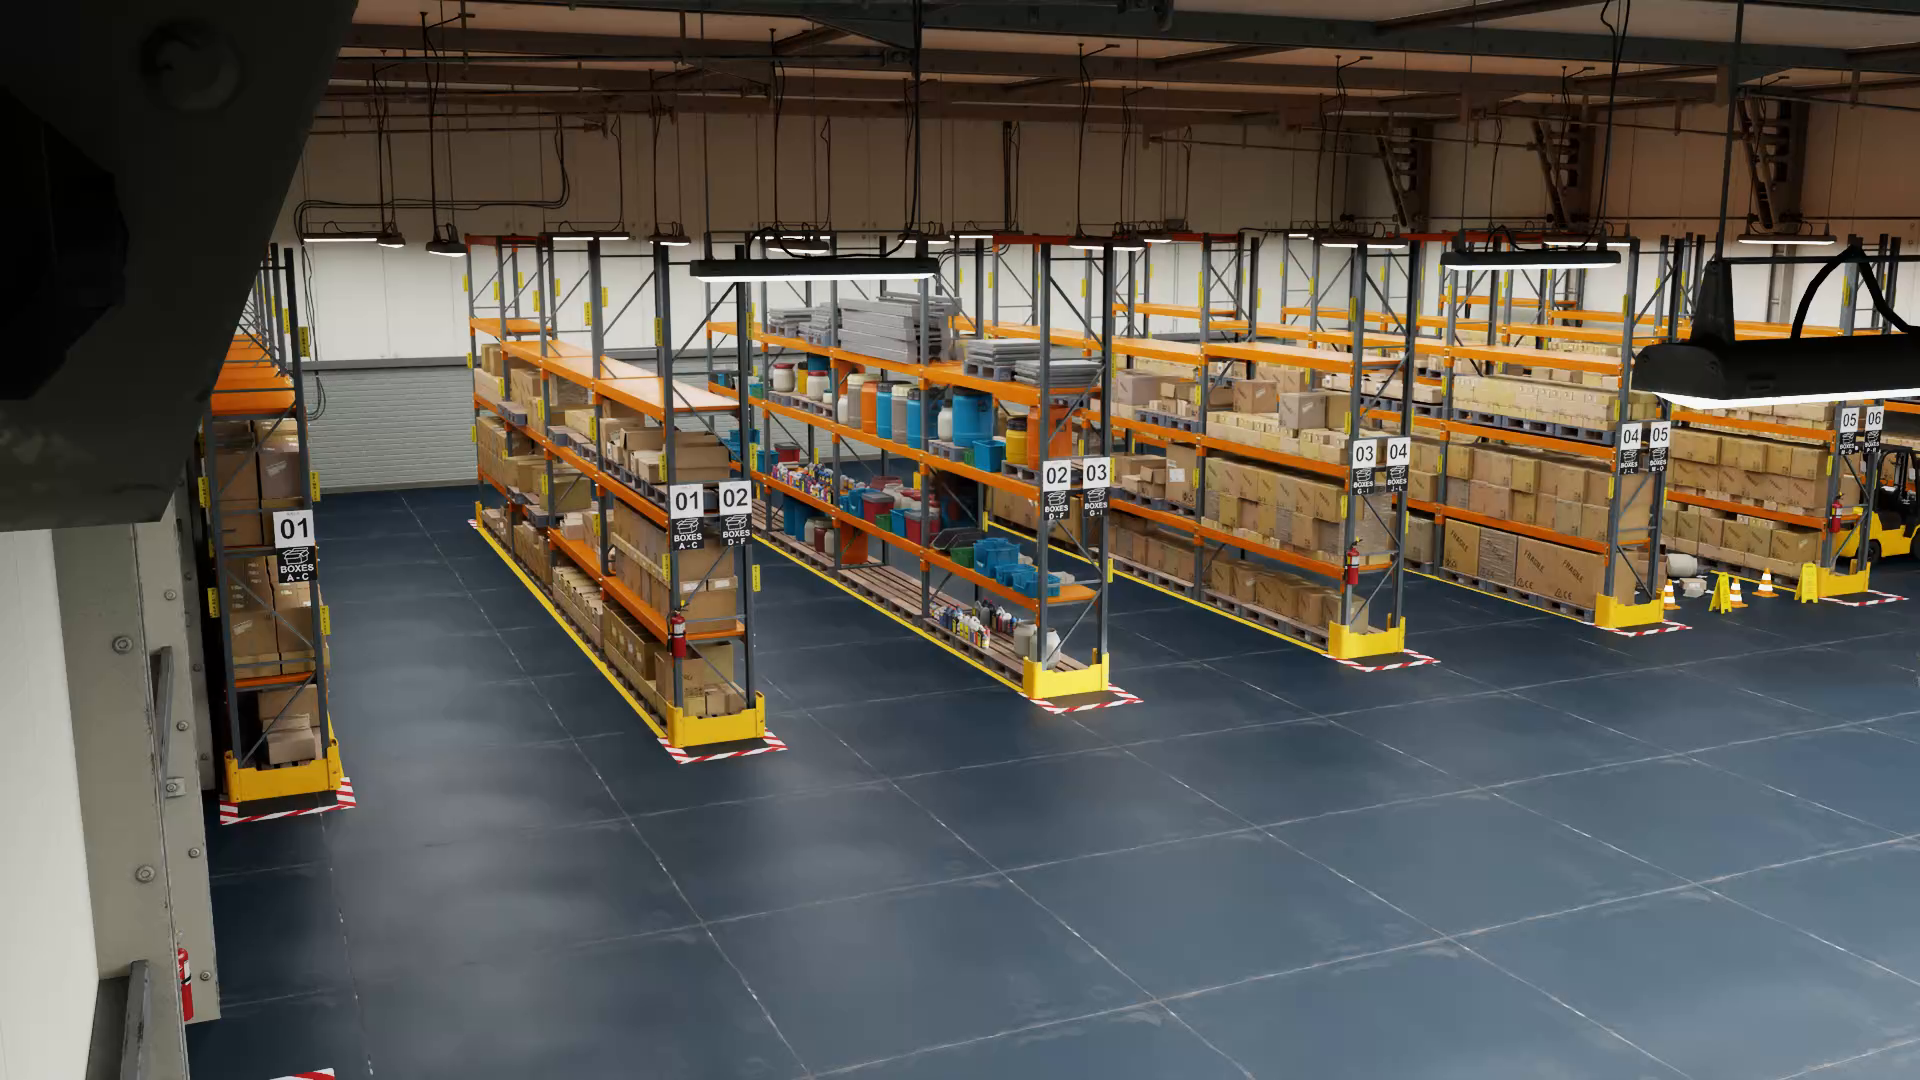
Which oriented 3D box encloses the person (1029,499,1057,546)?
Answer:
[{"bbox_3d":[1.626,-0.604,30.744,0.659,1.825,0.719,-7,13,-33],"label":"person"}]
